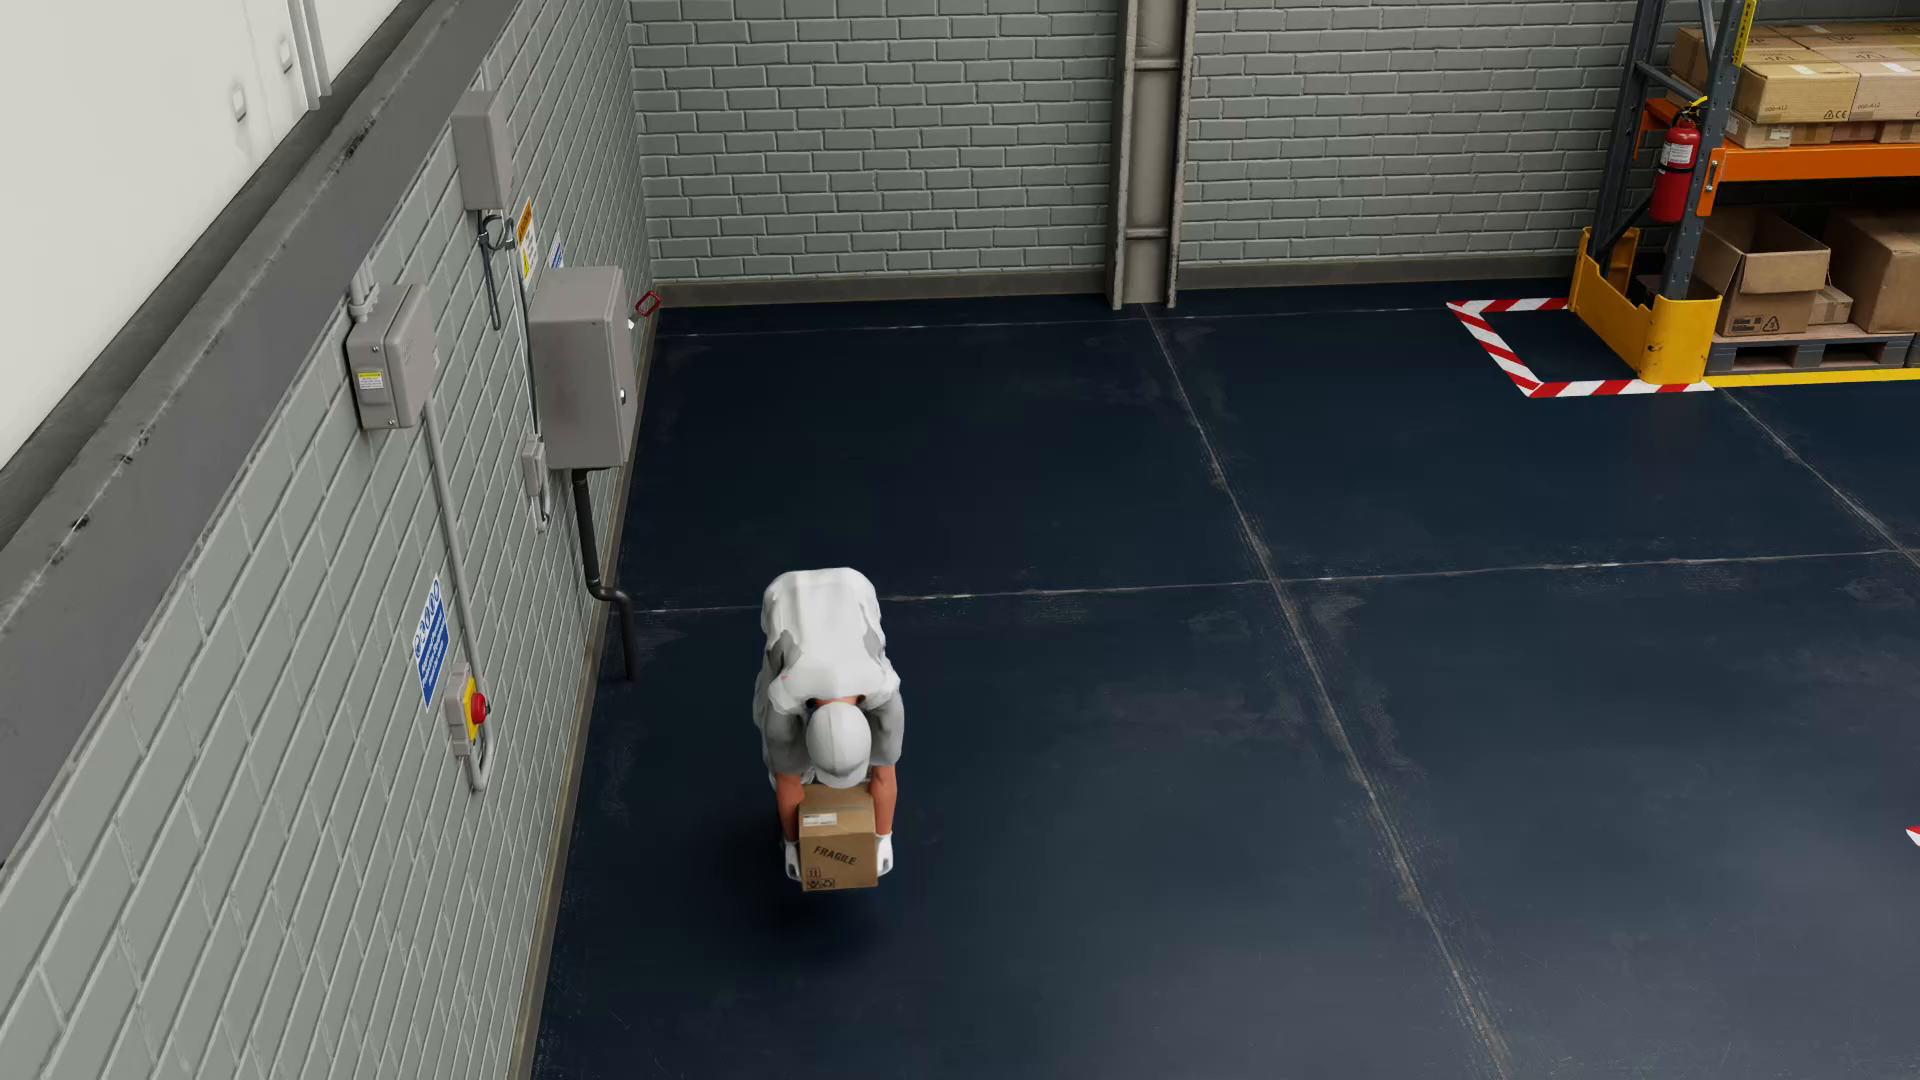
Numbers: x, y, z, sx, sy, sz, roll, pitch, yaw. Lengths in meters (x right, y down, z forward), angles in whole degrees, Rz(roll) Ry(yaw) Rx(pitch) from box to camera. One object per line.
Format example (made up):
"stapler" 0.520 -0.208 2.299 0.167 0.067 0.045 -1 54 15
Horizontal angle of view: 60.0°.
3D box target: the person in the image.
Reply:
"person" -0.441 0.708 5.616 0.497 1.072 0.963 -4 31 -7
